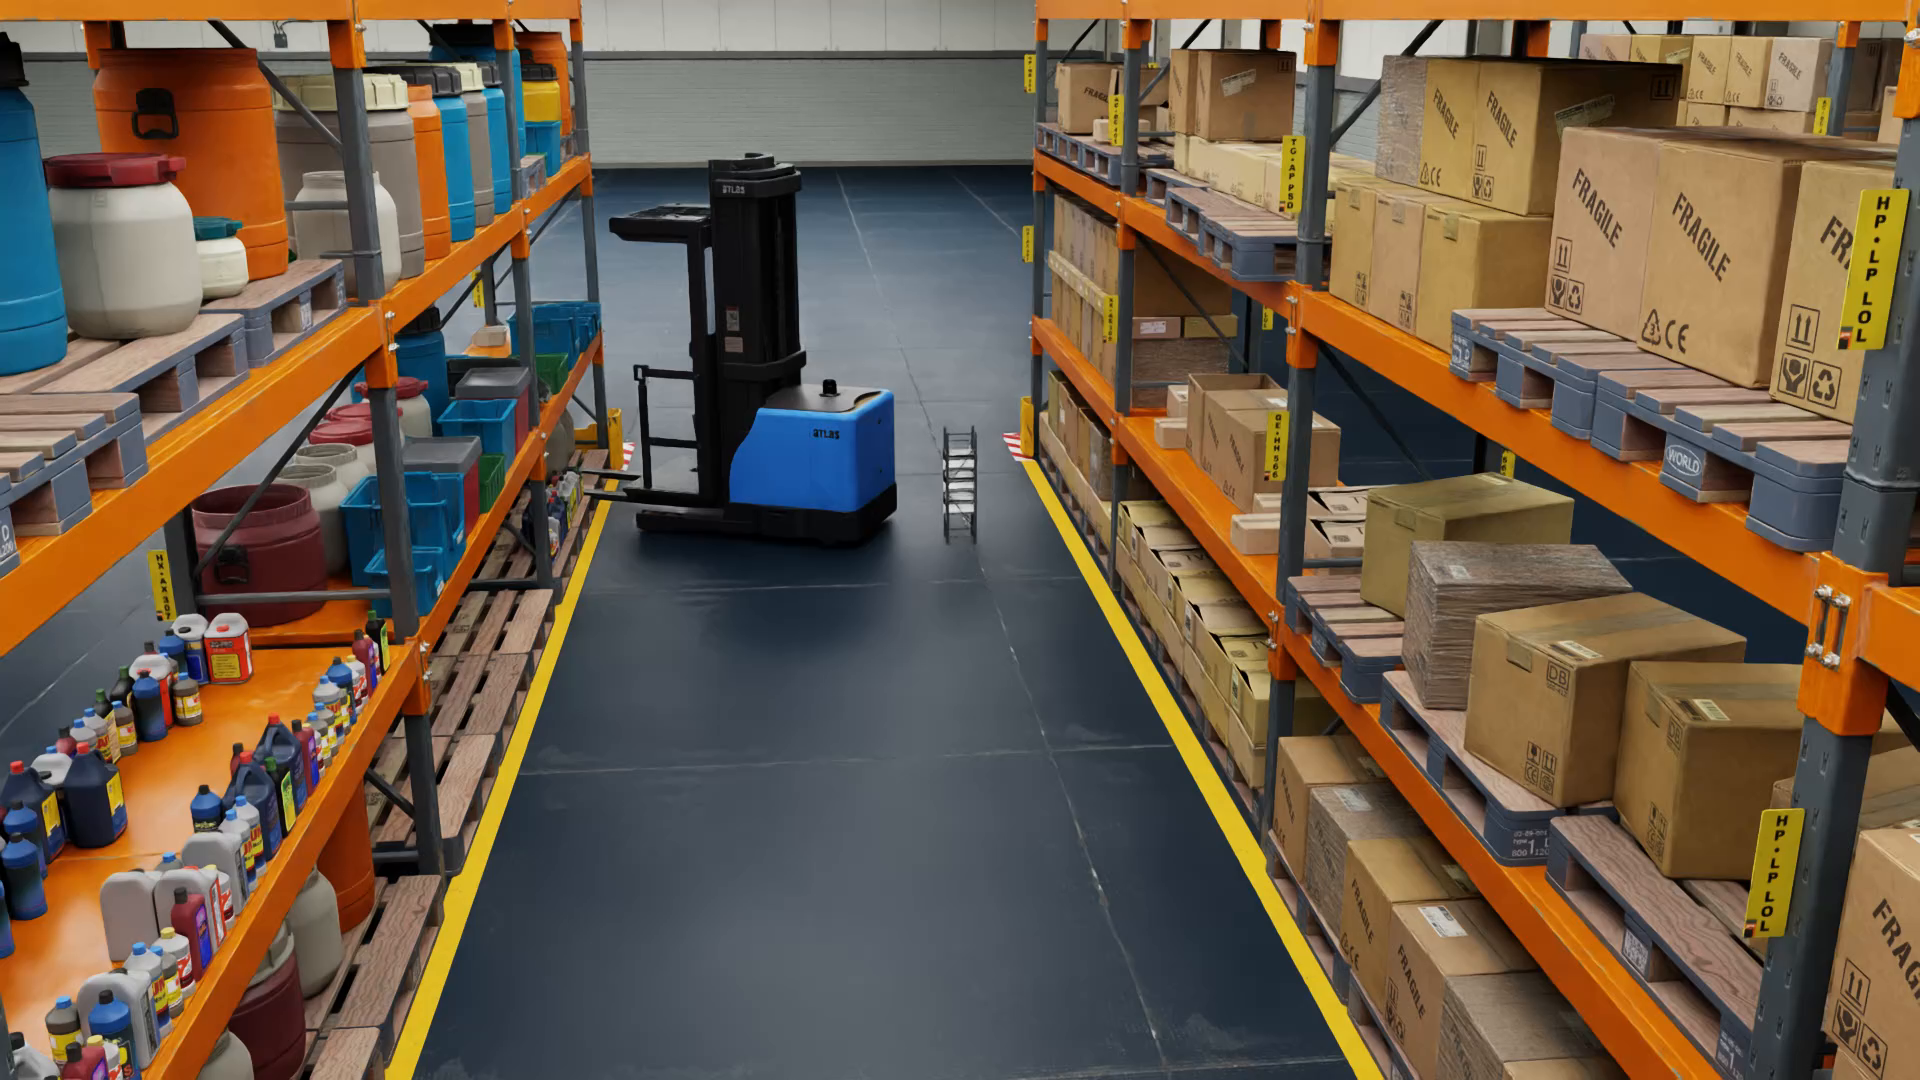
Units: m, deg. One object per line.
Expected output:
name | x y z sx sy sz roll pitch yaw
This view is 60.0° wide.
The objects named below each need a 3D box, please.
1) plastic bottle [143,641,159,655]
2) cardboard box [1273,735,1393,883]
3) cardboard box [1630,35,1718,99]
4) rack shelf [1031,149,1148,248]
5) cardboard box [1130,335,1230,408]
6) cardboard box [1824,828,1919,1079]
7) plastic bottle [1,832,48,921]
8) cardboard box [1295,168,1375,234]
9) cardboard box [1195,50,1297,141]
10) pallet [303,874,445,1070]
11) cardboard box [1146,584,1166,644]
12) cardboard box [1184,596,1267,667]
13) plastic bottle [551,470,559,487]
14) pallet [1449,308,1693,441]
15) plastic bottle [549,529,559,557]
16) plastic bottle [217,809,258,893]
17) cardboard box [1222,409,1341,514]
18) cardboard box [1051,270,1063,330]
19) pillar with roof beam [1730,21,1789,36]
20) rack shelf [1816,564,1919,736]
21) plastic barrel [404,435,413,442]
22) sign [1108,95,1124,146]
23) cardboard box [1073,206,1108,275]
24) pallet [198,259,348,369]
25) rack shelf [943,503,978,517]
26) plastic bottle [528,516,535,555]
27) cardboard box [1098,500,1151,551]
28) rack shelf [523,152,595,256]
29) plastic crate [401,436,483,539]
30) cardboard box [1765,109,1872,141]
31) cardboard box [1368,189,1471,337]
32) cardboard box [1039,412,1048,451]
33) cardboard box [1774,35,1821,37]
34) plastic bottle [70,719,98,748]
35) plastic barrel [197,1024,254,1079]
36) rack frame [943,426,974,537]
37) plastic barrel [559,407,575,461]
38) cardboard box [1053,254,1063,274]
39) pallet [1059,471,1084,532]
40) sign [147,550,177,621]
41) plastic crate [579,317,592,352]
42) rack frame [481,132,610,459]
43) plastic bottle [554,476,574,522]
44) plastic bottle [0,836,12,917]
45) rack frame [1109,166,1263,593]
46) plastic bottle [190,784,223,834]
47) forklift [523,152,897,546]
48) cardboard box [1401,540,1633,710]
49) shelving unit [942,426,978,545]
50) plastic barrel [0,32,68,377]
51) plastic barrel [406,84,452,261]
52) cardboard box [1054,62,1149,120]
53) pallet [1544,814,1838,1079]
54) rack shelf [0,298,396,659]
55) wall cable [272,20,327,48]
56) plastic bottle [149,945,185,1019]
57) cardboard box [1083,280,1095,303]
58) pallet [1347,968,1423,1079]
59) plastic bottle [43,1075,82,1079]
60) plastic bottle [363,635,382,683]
plastic bottle | -3.216 0.552 6.605 0.061 0.283 0.133 -2 18 -6
cardboard box | 1.762 1.233 7.679 0.500 0.500 0.500 -1 17 -3
cardboard box | 5.965 -3.971 13.941 0.500 0.500 0.500 -1 17 -4
rack shelf | 1.381 -2.769 13.183 1.077 0.370 4.000 -2 18 -6
cardboard box | 1.535 -1.265 12.032 0.700 0.500 0.500 -2 18 -7
cardboard box | 2.181 0.922 3.395 0.500 0.500 0.500 -1 17 -4
plastic bottle | -2.883 1.026 5.115 0.097 0.271 0.097 0 17 0
cardboard box | 1.897 -1.587 7.766 0.500 0.250 0.500 -3 18 -10
cardboard box | 1.693 -2.649 9.897 0.500 0.500 0.500 0 17 0
pallet | -2.805 1.822 7.020 1.003 0.211 1.213 -2 18 -6
cardboard box | 1.490 0.460 10.592 0.500 0.250 0.500 -2 18 -7
cardboard box | 1.591 0.497 9.540 0.500 0.311 0.500 -2 18 -6
plastic bottle | -3.234 -0.426 13.327 0.061 0.283 0.133 -2 18 -6
pallet | 2.305 -0.549 5.223 1.213 0.211 1.003 -2 18 -6
plastic bottle | -2.958 0.023 12.035 0.097 0.201 0.097 0 17 0
plastic bottle | -2.288 0.981 5.258 0.097 0.271 0.097 0 17 0
cardboard box | 1.810 -0.441 9.406 0.500 0.500 0.500 -3 18 -9
cardboard box | 1.210 -2.185 14.963 0.700 0.500 0.500 -2 18 -6
pillar with roof beam | 2.752 -4.979 14.012 9.100 9.000 0.400 -2 18 -6
rack shelf | 2.618 0.806 1.795 1.077 0.370 4.000 -2 18 -6
plastic barrel | -3.356 -0.468 9.892 0.301 0.262 0.301 0 17 0
sign | 1.035 -2.783 11.032 0.100 0.325 0.005 -2 18 -6
cardboard box | 1.328 -2.482 13.742 0.700 0.500 0.500 -2 18 -5
pallet | -2.946 -0.852 6.190 1.003 0.211 1.213 -2 18 -6
rack shelf | 0.001 -0.223 13.098 0.258 0.077 0.200 -2 18 -6
plastic bottle | -3.104 -0.048 12.122 0.061 0.283 0.133 -2 18 -6
cardboard box | 1.322 -0.105 12.394 0.500 0.250 0.500 -2 18 -6
rack shelf | -3.547 -2.617 12.699 1.077 0.370 4.000 -2 18 -6
plastic crate | -2.790 -0.263 8.901 0.402 0.464 0.583 -2 18 -6
cardboard box | 6.216 -2.872 12.108 0.500 0.500 0.500 -1 17 -4
cardboard box | 2.131 -1.092 6.472 0.910 0.500 0.500 -2 18 -6
cardboard box | 1.009 -0.999 15.241 0.500 0.250 0.500 -2 18 -6
cardboard box | 6.546 -3.817 13.448 0.500 0.500 0.500 -2 18 -6
plastic bottle | -3.125 0.769 5.934 0.097 0.271 0.097 0 17 0
plastic barrel | -2.597 1.892 5.595 0.421 0.512 0.421 0 17 0
rack frame | -0.010 -0.457 13.131 0.240 0.900 0.006 -2 18 -6
plastic barrel | -3.609 -0.945 14.632 0.421 0.512 0.421 0 17 0
cardboard box | 1.031 -2.432 14.667 0.380 0.149 0.250 -2 18 -7
pallet | 1.418 -0.358 13.964 1.003 0.211 1.213 -2 18 -6
sign | -3.474 0.199 7.262 0.100 0.325 0.005 -2 18 -6
plastic crate | -3.342 -1.721 13.899 0.499 0.251 0.408 -2 18 -6
rack frame | -3.753 -2.125 14.939 1.000 3.000 0.127 -2 18 -6
plastic bottle | -3.074 -0.316 12.863 0.144 0.351 0.185 -2 18 -6
plastic bottle | -3.005 1.033 5.085 0.152 0.276 0.135 -2 18 -6
rack frame | 1.587 -1.085 11.627 1.000 3.000 0.127 -2 18 -6
plastic bottle | -2.452 0.928 5.429 0.097 0.271 0.097 0 17 0
forklift | -2.097 -1.589 13.346 3.031 2.935 1.130 5 18 16
cardboard box | 2.081 0.321 6.280 0.700 0.500 0.500 1 17 5
shelving unit | 0.001 -0.427 13.035 0.258 0.900 0.210 -2 18 -6
plastic barrel | -2.843 -0.924 4.568 0.600 0.901 0.708 -2 18 -6
plastic barrel | -2.864 -1.824 8.255 0.600 0.830 0.708 -2 18 -6
cardboard box | 1.230 -3.853 14.328 0.797 0.503 0.637 -1 17 -2
pallet | 2.438 1.148 4.833 1.003 0.211 1.213 -2 18 -6
rack shelf | -2.721 -0.234 5.107 1.077 0.370 4.000 -2 18 -6
wall cable | -16.936 -15.906 43.142 2.305 6.003 0.169 -2 18 -6
plastic bottle | -2.216 1.222 4.610 0.097 0.201 0.097 0 17 0
cardboard box | 1.186 -1.974 13.208 0.380 0.149 0.250 -1 17 -4
pallet | 2.162 2.023 6.381 1.003 0.211 1.213 -2 18 -6
plastic bottle | -2.129 1.383 3.958 0.061 0.283 0.133 -2 18 -6
plastic bottle | -2.468 0.495 6.923 0.097 0.201 0.097 0 17 0
